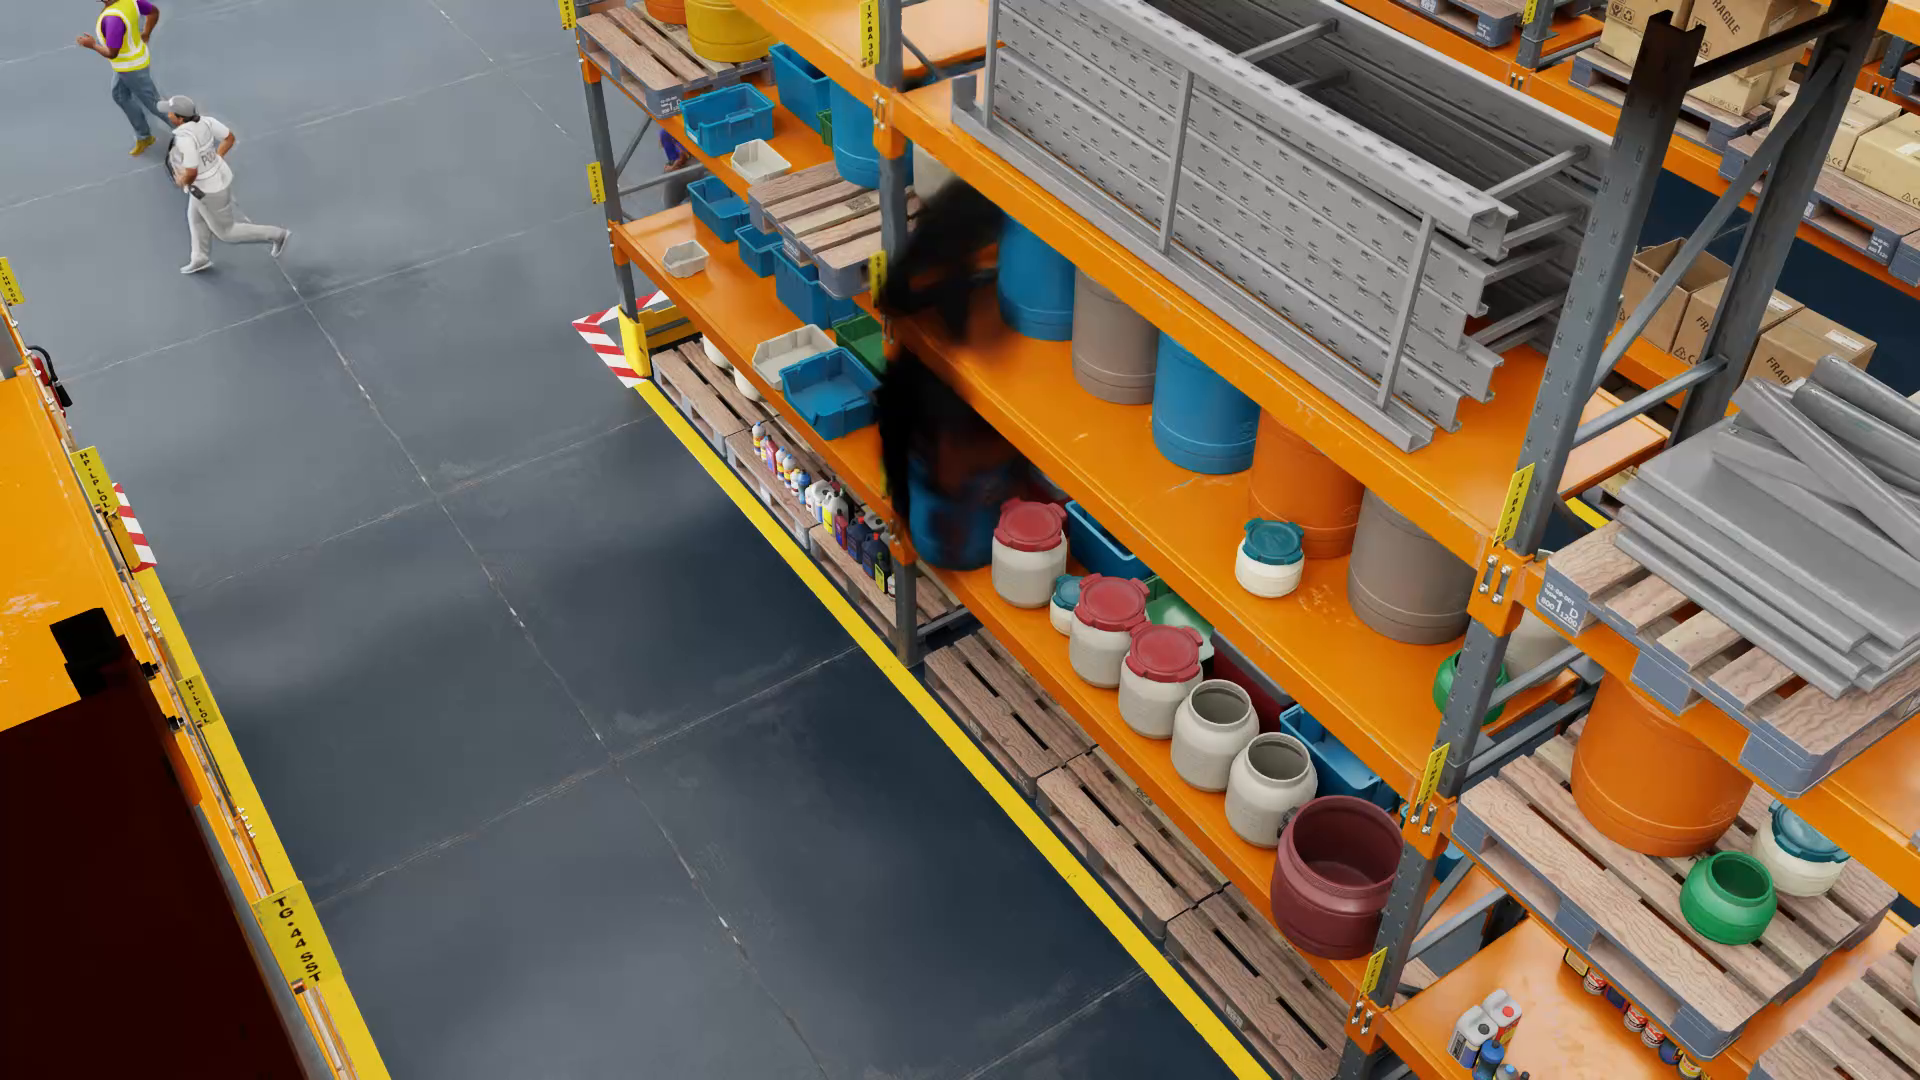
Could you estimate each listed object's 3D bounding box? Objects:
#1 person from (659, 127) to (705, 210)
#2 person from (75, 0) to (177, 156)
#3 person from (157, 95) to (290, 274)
[{"bbox_3d":[-2.249,-3.098,13.949,0.712,1.626,0.599,9,43,10],"label":"person"},{"bbox_3d":[-7.507,-4.298,15.130,0.777,1.829,0.672,-10,44,-11],"label":"person"},{"bbox_3d":[-6.162,-2.889,13.723,1.059,1.669,0.579,-4,43,-4],"label":"person"}]
